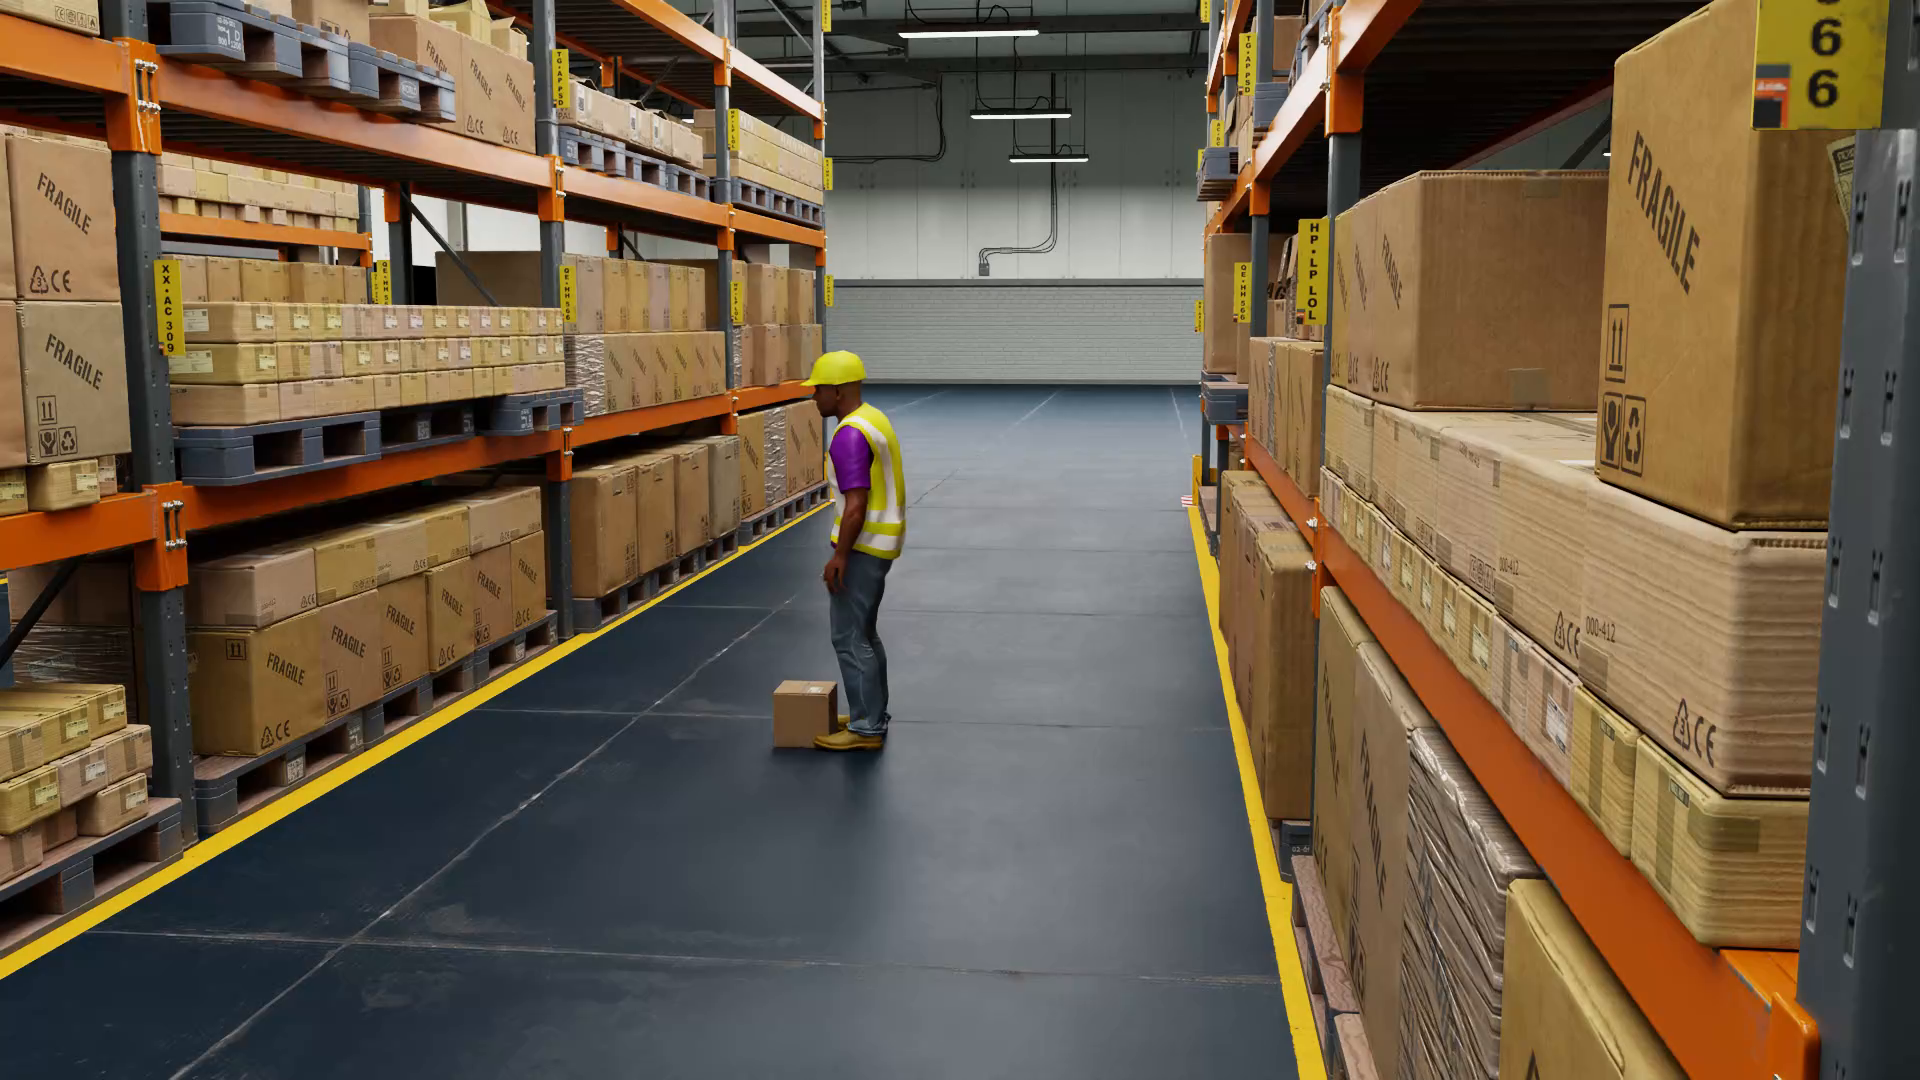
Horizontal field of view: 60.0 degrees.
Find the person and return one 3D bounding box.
[{"bbox_3d":[-0.469,0.041,7.410,0.457,1.761,0.626,1,8,7],"label":"person"}]
